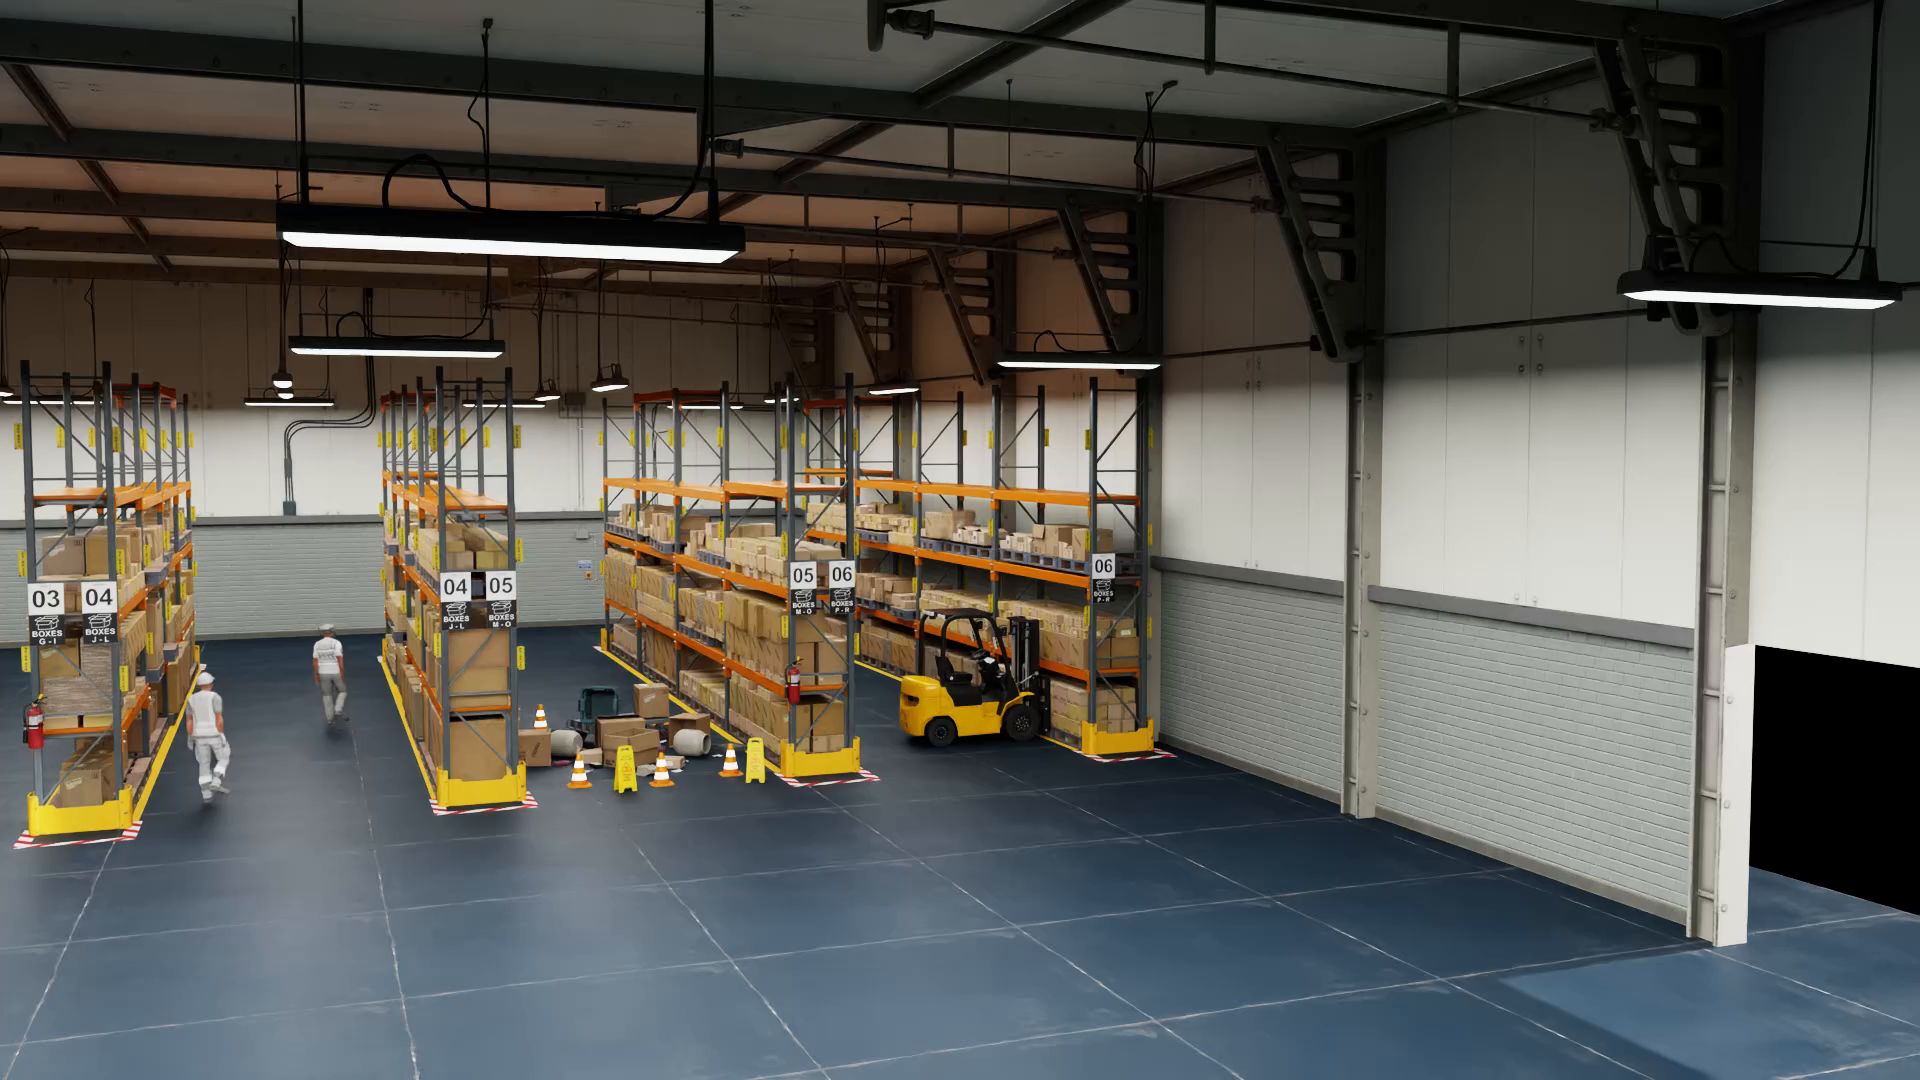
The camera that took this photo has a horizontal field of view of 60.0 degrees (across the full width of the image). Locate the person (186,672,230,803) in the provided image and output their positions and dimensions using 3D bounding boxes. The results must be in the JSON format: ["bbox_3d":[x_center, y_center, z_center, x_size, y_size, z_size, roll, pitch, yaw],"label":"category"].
[{"bbox_3d":[-10.399,2.725,22.970,0.579,1.781,0.532,-1,4,-11],"label":"person"}]

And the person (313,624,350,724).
[{"bbox_3d":[-11.049,2.355,29.217,0.603,1.741,0.568,-1,4,-13],"label":"person"}]
